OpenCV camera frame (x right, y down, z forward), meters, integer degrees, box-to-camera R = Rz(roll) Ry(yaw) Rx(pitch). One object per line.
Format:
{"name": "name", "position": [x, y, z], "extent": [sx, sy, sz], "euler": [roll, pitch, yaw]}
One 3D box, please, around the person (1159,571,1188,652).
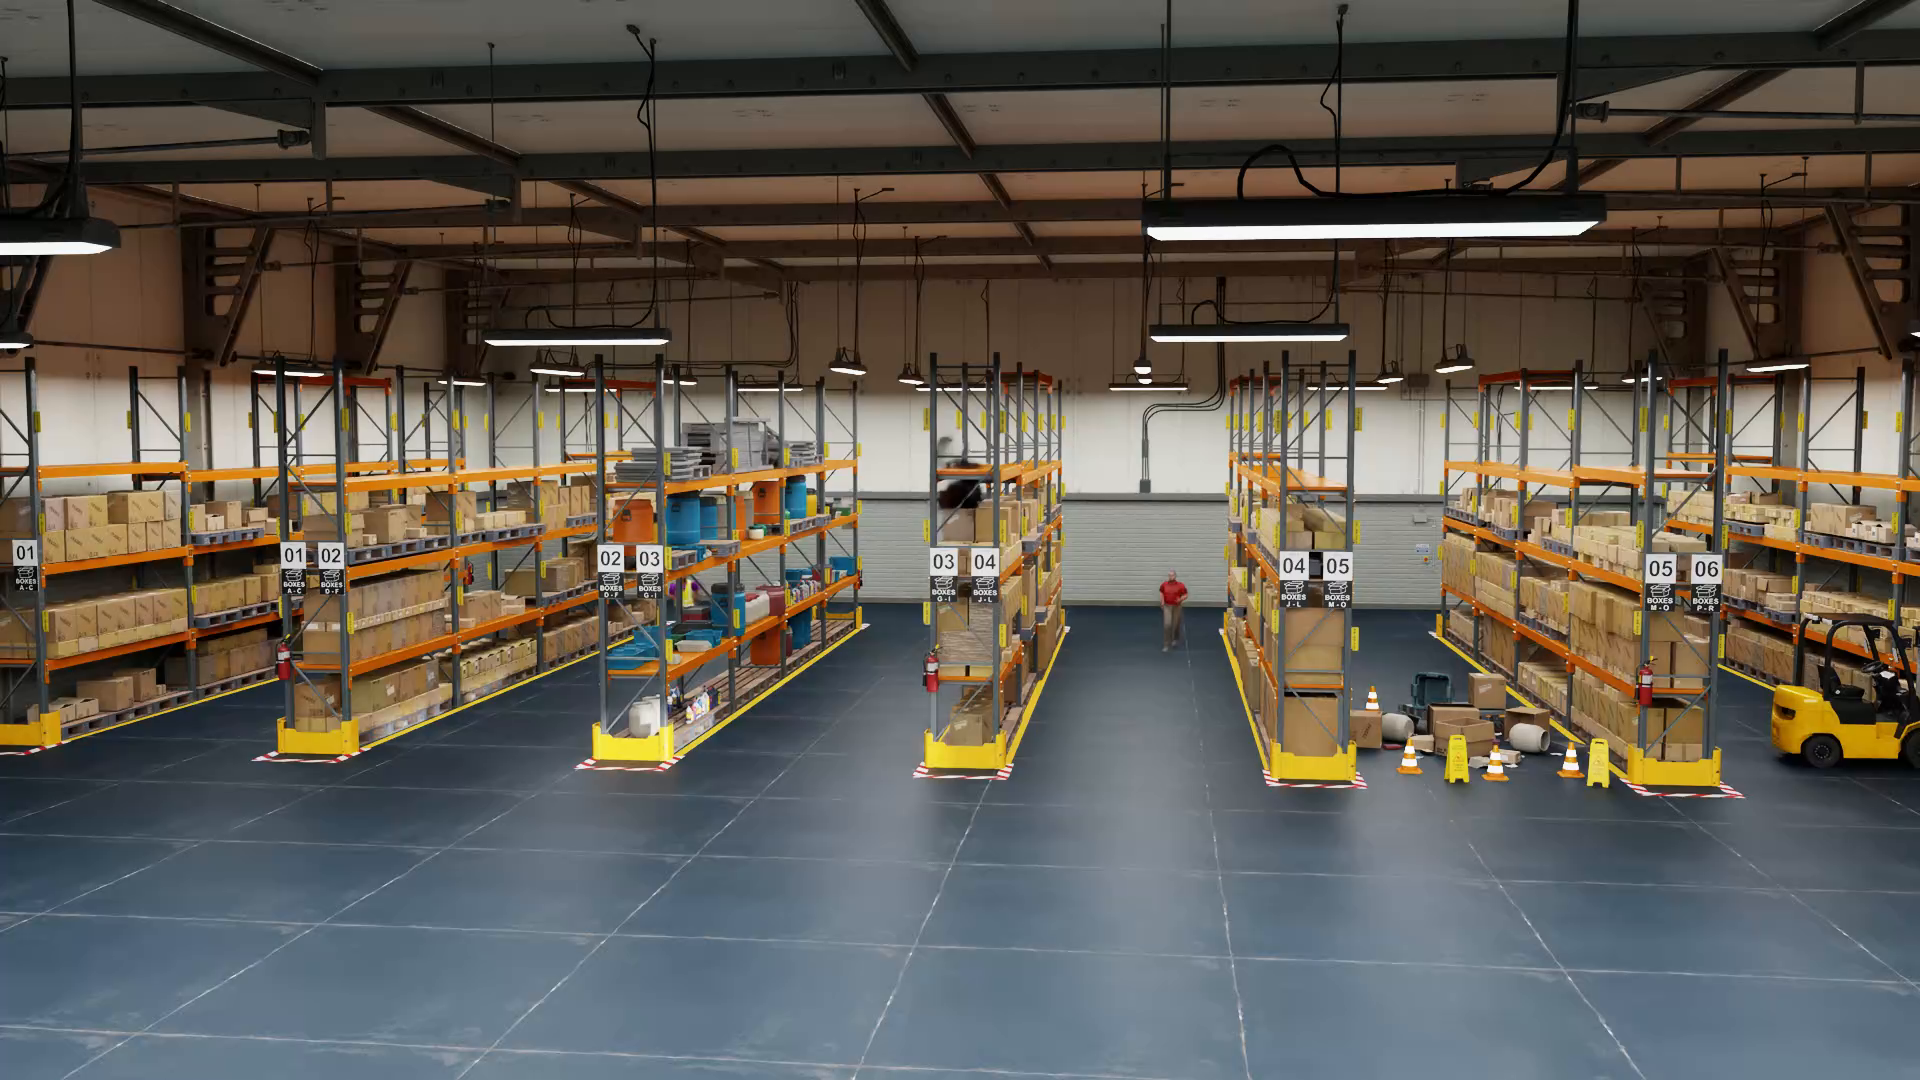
{"name": "person", "position": [4.703, 1.562, 36.636], "extent": [0.644, 1.789, 0.820], "euler": [1, 4, 11]}

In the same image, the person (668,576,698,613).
{"name": "person", "position": [-6.149, 1.527, 36.907], "extent": [0.634, 1.822, 0.800], "euler": [0, 4, -3]}
